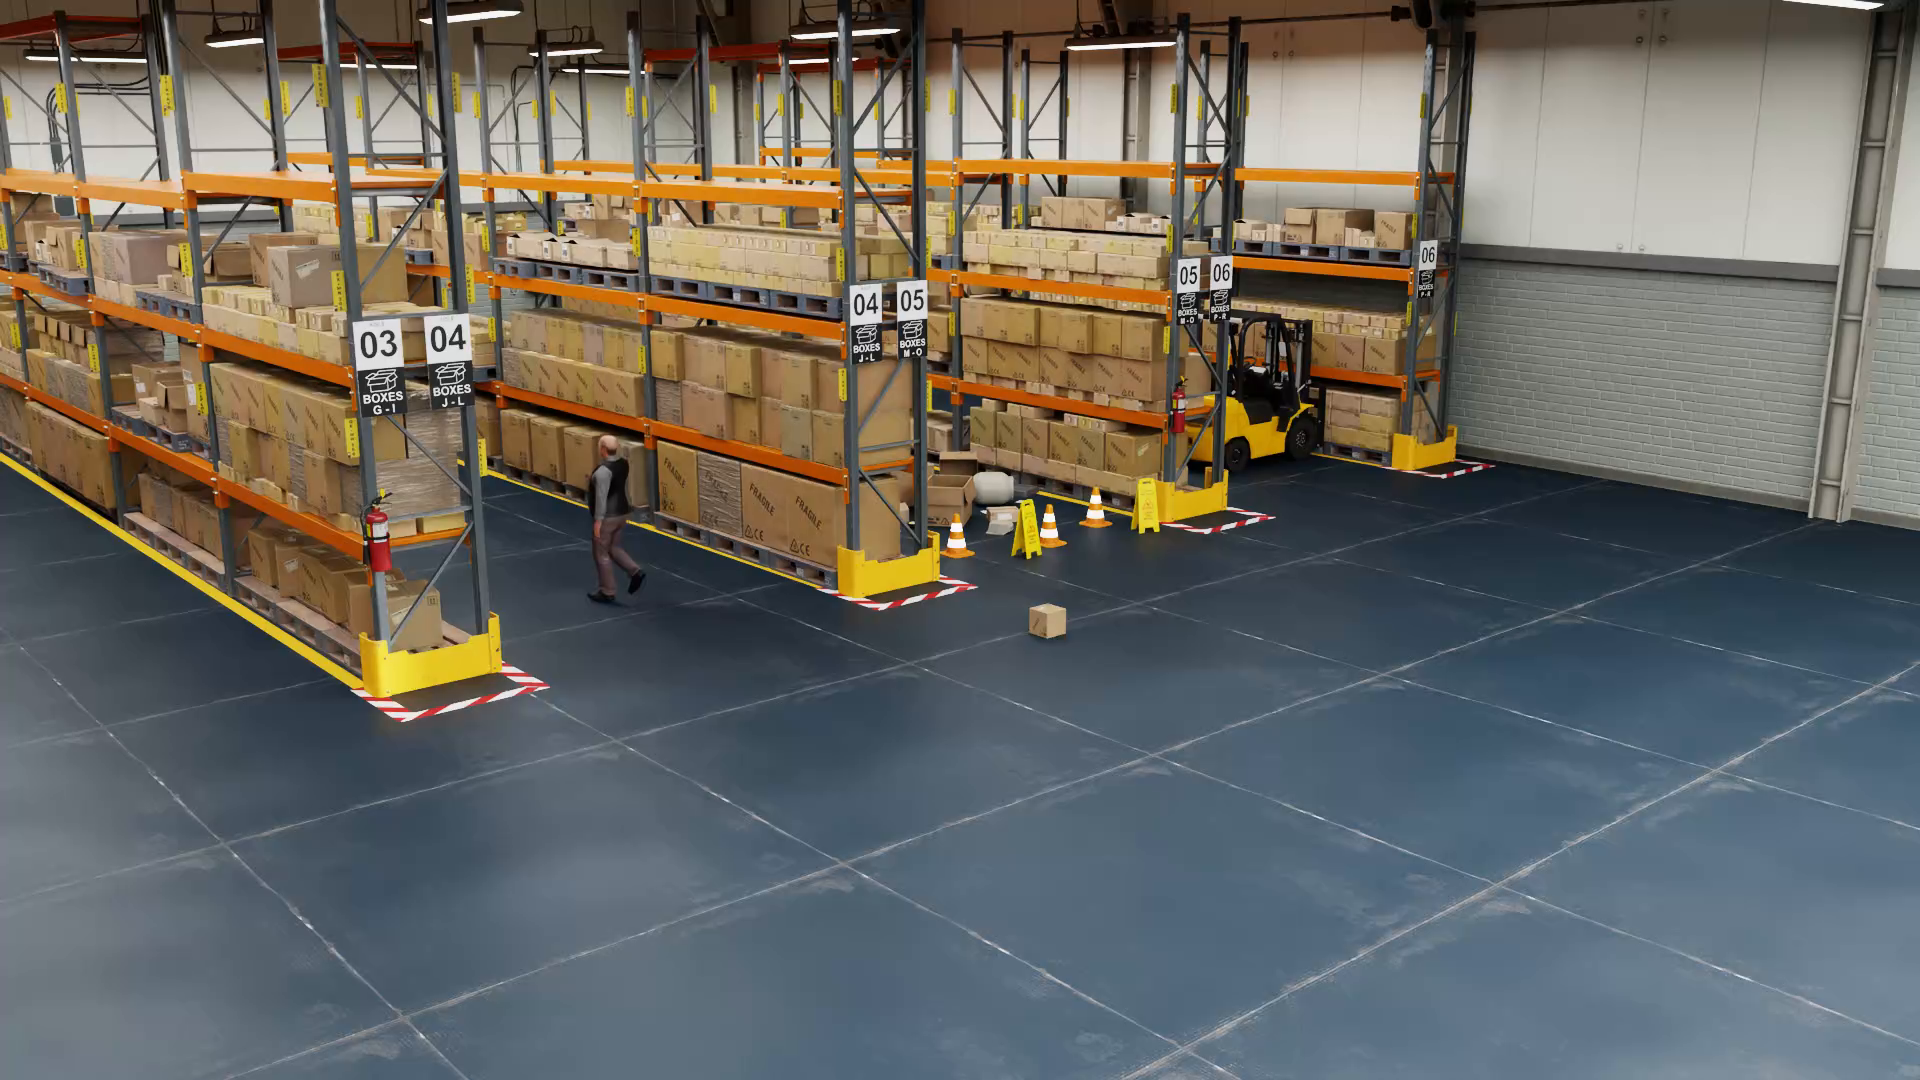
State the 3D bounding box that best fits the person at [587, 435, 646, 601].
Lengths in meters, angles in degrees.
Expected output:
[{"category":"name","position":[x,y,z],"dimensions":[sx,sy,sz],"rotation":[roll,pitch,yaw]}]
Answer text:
[{"category":"person","position":[-3.529,-0.227,16.885],"dimensions":[0.591,1.710,0.540],"rotation":[5,15,18]}]
